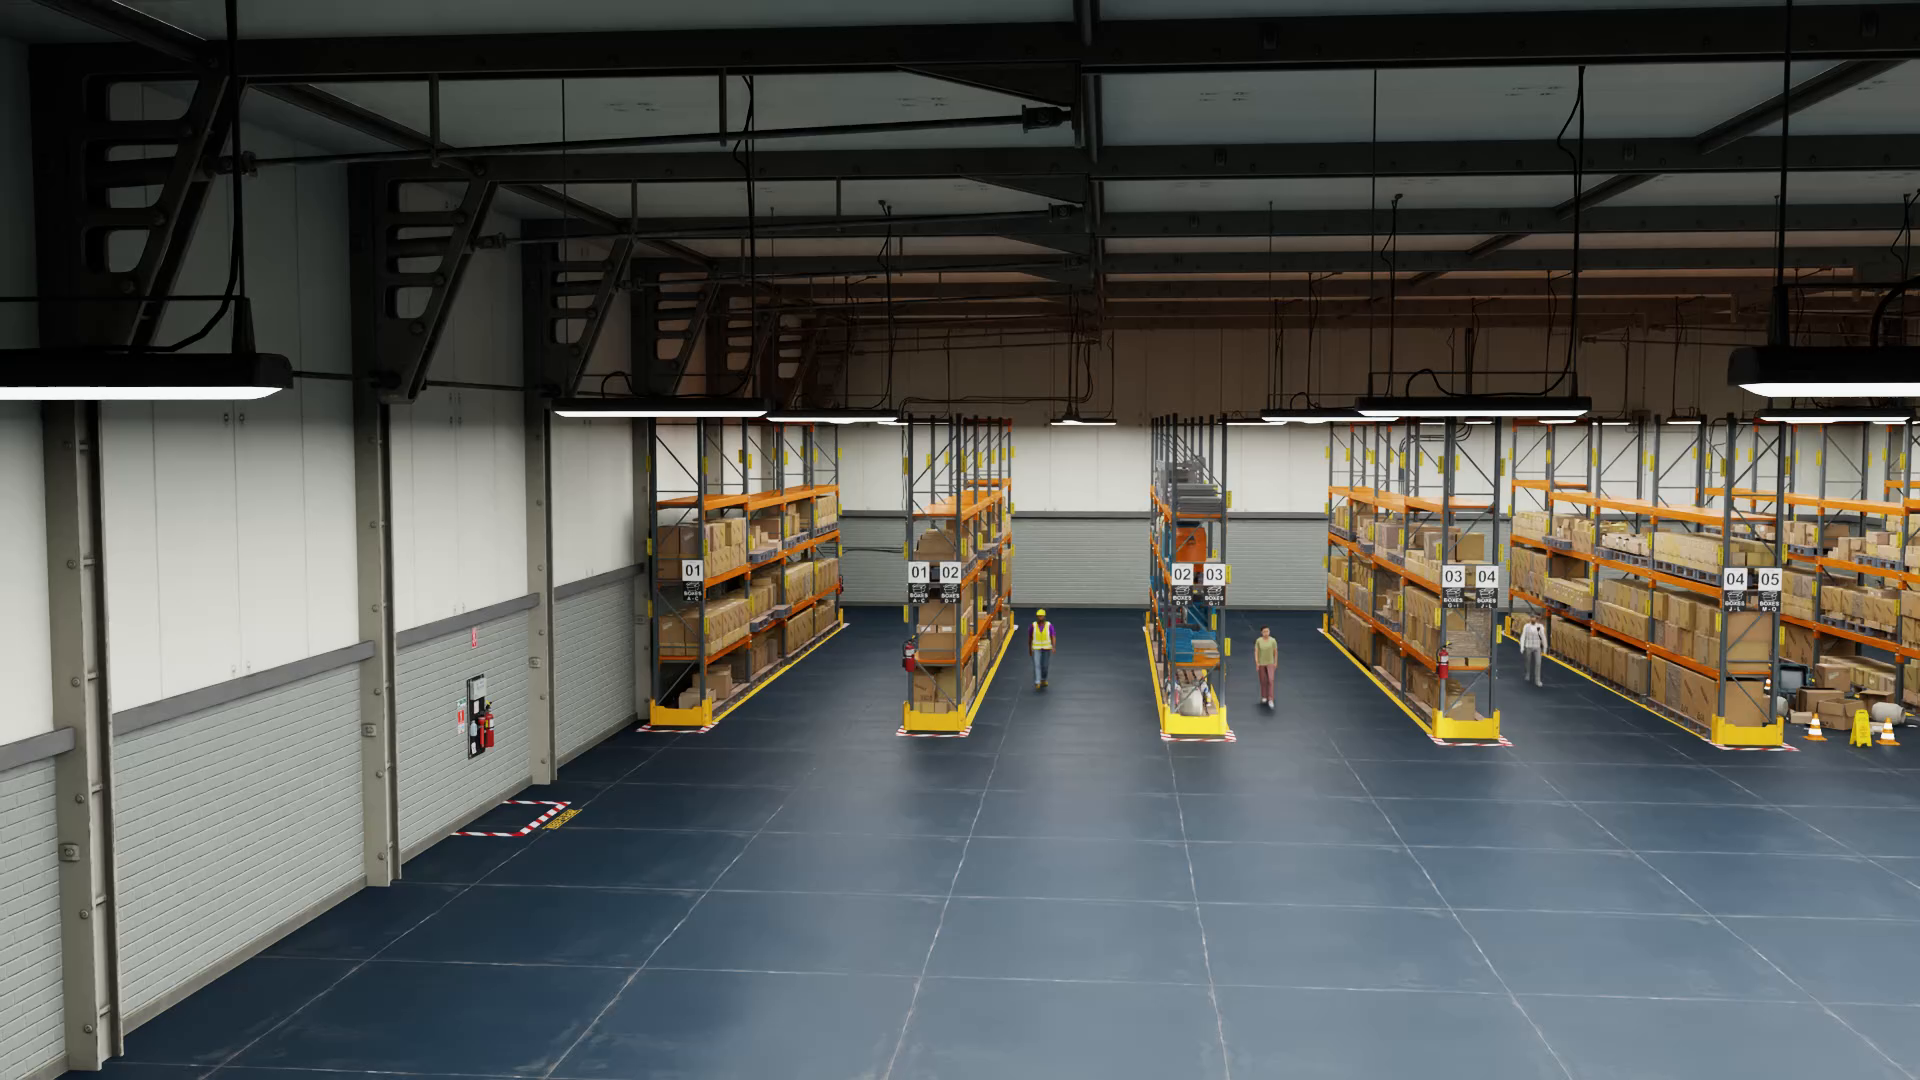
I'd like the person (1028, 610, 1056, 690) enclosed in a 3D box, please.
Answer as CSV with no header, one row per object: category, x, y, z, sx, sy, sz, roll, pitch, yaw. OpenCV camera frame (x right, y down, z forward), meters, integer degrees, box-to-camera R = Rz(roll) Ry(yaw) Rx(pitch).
person,1.803,2.385,36.438,0.596,1.708,1.009,0,4,1

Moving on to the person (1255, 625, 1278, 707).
person,6.297,2.587,34.299,0.461,1.604,0.905,1,4,18

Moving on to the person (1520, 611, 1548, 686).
person,12.801,2.388,37.077,0.593,1.620,1.049,1,4,14
